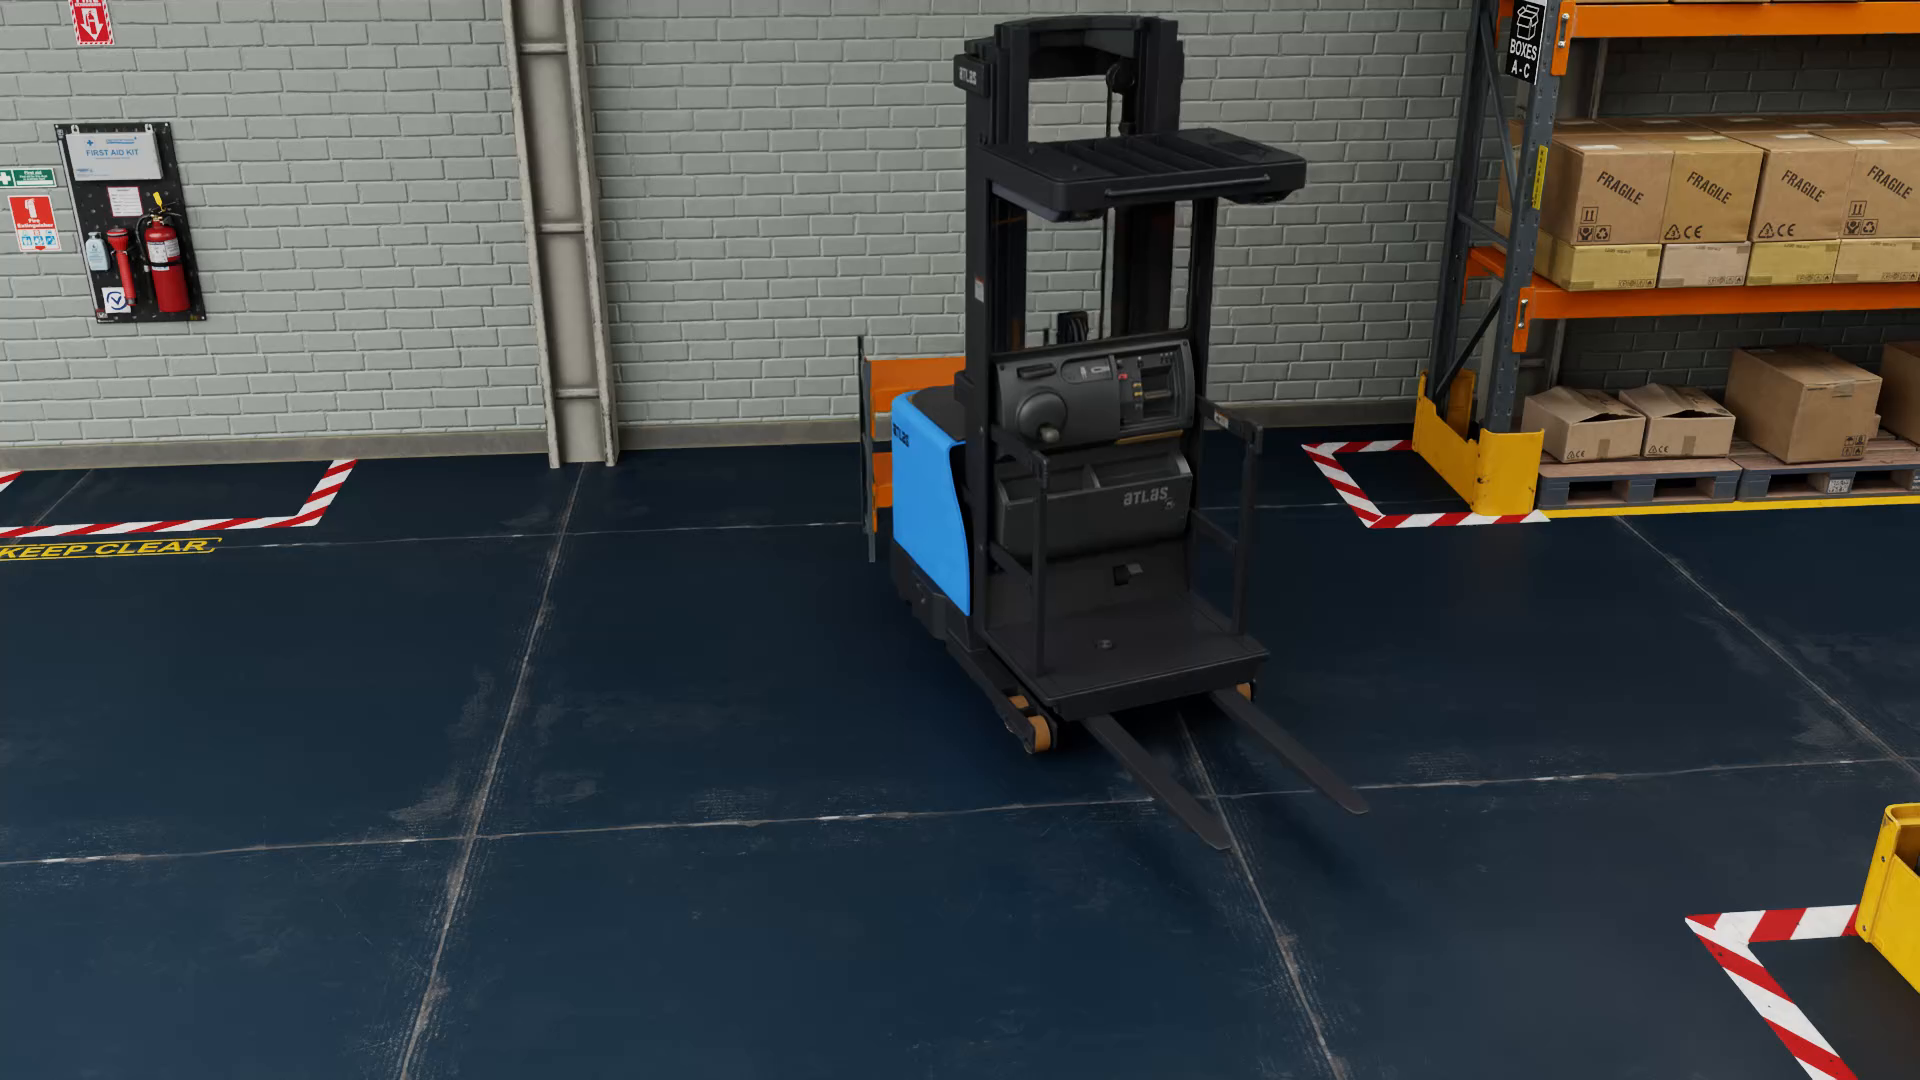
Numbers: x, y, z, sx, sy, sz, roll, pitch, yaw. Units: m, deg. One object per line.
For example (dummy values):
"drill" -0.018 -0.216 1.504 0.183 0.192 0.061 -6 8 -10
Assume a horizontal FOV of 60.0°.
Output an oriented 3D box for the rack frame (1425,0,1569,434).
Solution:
"rack frame" 3.016 -1.745 9.483 0.127 3.000 1.000 -2 24 -5

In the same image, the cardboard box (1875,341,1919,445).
"cardboard box" 5.968 -0.906 10.131 0.500 0.500 0.500 -4 24 -9

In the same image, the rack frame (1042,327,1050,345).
"rack frame" 0.501 -0.552 9.108 0.032 1.125 0.500 -3 24 -7

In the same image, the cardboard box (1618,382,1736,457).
"cardboard box" 4.281 -0.732 9.972 0.500 0.311 0.500 0 24 -1

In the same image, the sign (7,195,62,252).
"sign" -5.366 -1.836 9.644 0.234 0.329 0.001 -2 24 -5

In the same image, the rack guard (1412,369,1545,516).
"rack guard" 3.092 -0.606 9.998 0.348 0.500 1.175 -2 24 -5

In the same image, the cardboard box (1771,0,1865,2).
"cardboard box" 4.428 -3.112 8.719 0.500 0.500 0.500 -1 24 -3

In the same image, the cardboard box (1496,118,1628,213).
"cardboard box" 3.465 -2.133 9.593 0.500 0.500 0.500 -3 24 -6

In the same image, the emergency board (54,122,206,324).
"emergency board" -4.806 -1.800 9.607 0.643 1.169 0.194 -2 24 -5

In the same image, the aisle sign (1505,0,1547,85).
"aisle sign" 2.974 -2.809 8.676 0.004 0.787 0.394 -2 24 -5

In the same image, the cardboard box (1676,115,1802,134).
"cardboard box" 4.481 -2.172 9.680 0.500 0.500 0.500 -3 24 -7

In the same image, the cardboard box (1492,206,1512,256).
"cardboard box" 3.463 -1.783 9.728 0.500 0.250 0.500 -2 24 -4

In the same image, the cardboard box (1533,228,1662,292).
"cardboard box" 3.533 -1.577 9.265 0.500 0.250 0.500 -3 24 -7

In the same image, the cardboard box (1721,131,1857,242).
"cardboard box" 4.529 -1.960 9.203 0.500 0.500 0.500 -3 24 -7

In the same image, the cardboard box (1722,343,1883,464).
"cardboard box" 5.016 -0.827 9.954 0.500 0.500 0.700 -4 24 -8

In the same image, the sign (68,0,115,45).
"sign" -4.824 -2.899 9.226 0.199 0.298 0.001 -2 24 -5

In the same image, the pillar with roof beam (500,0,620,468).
"pillar with roof beam" -1.920 -2.885 4.661 0.400 9.000 9.100 -2 24 -5

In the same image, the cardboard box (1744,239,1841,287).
"cardboard box" 4.556 -1.621 9.365 0.500 0.250 0.500 -3 24 -6

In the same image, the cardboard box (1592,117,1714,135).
"cardboard box" 3.967 -2.149 9.629 0.500 0.500 0.500 -2 24 -4

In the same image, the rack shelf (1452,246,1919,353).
"rack shelf" 5.007 -1.496 9.809 4.000 0.370 1.077 -2 24 -5

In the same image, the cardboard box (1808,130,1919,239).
"cardboard box" 5.041 -1.985 9.260 0.500 0.500 0.500 -2 24 -3

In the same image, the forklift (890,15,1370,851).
"forklift" 0.679 -0.612 7.019 1.130 2.935 3.031 -10 26 -21

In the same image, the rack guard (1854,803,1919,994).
"rack guard" 3.483 1.400 5.485 0.348 0.500 1.175 -2 24 -5

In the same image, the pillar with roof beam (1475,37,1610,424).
"pillar with roof beam" 4.051 -3.124 5.200 0.400 9.000 9.100 -2 24 -5

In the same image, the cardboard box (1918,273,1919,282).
"cardboard box" 5.560 -1.661 9.454 0.500 0.250 0.500 -2 24 -5

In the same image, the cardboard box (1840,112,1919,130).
"cardboard box" 5.497 -2.217 9.782 0.500 0.500 0.500 -2 24 -4

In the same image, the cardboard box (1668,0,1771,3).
"cardboard box" 3.912 -3.090 8.668 0.500 0.500 0.500 -1 24 -2

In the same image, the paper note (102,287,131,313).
"paper note" -4.989 -1.418 9.833 0.142 0.148 0.016 -2 24 -5

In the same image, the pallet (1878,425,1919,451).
"pallet" 6.332 -0.590 10.317 1.213 0.211 1.003 -2 24 -5

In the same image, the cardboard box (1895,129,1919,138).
"cardboard box" 5.559 -2.006 9.308 0.500 0.500 0.500 -3 24 -7

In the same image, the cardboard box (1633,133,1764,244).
"cardboard box" 4.014 -1.942 9.162 0.500 0.500 0.500 -2 24 -5

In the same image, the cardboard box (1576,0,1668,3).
"cardboard box" 3.374 -3.083 8.652 0.500 0.500 0.500 -2 24 -4

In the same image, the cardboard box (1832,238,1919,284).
"cardboard box" 5.059 -1.641 9.408 0.500 0.250 0.500 -2 24 -5

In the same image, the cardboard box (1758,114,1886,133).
"cardboard box" 4.982 -2.192 9.725 0.500 0.500 0.500 -2 24 -4

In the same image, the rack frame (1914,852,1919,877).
"rack frame" 3.507 0.257 4.979 0.127 3.000 1.000 -2 24 -5

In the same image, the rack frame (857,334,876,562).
"rack frame" -0.506 -0.496 8.980 0.032 1.125 0.500 -3 24 -7

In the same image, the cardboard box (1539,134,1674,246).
"cardboard box" 3.521 -1.926 9.127 0.500 0.500 0.500 -2 24 -5

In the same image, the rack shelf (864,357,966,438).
"rack shelf" -0.002 -0.792 8.925 1.000 0.278 0.538 -3 24 -7

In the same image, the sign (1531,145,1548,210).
"sign" 3.070 -1.922 8.814 0.005 0.325 0.100 -2 24 -5

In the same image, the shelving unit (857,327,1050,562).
"shelving unit" -0.002 -0.524 9.044 1.048 1.125 0.538 -3 24 -7

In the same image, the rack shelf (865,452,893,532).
"rack shelf" -0.002 -0.301 9.143 1.000 0.278 0.538 -3 24 -7

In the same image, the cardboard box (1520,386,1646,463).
"cardboard box" 3.714 -0.709 9.920 0.500 0.311 0.500 -5 24 -11

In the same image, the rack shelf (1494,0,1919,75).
"rack shelf" 5.007 -2.867 9.200 4.000 0.370 1.077 -2 24 -5

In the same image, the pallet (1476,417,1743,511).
"pallet" 3.904 -0.492 10.097 1.213 0.211 1.003 -2 24 -5

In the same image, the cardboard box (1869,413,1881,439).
"cardboard box" 5.403 -0.747 10.207 0.250 0.149 0.380 -4 24 -9

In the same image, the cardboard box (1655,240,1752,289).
"cardboard box" 4.049 -1.603 9.325 0.500 0.250 0.500 -3 24 -7

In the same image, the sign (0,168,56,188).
"sign" -5.361 -2.075 9.528 0.331 0.109 0.001 -2 24 -5

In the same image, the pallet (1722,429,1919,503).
"pallet" 5.115 -0.540 10.204 1.213 0.211 1.003 -2 24 -5
